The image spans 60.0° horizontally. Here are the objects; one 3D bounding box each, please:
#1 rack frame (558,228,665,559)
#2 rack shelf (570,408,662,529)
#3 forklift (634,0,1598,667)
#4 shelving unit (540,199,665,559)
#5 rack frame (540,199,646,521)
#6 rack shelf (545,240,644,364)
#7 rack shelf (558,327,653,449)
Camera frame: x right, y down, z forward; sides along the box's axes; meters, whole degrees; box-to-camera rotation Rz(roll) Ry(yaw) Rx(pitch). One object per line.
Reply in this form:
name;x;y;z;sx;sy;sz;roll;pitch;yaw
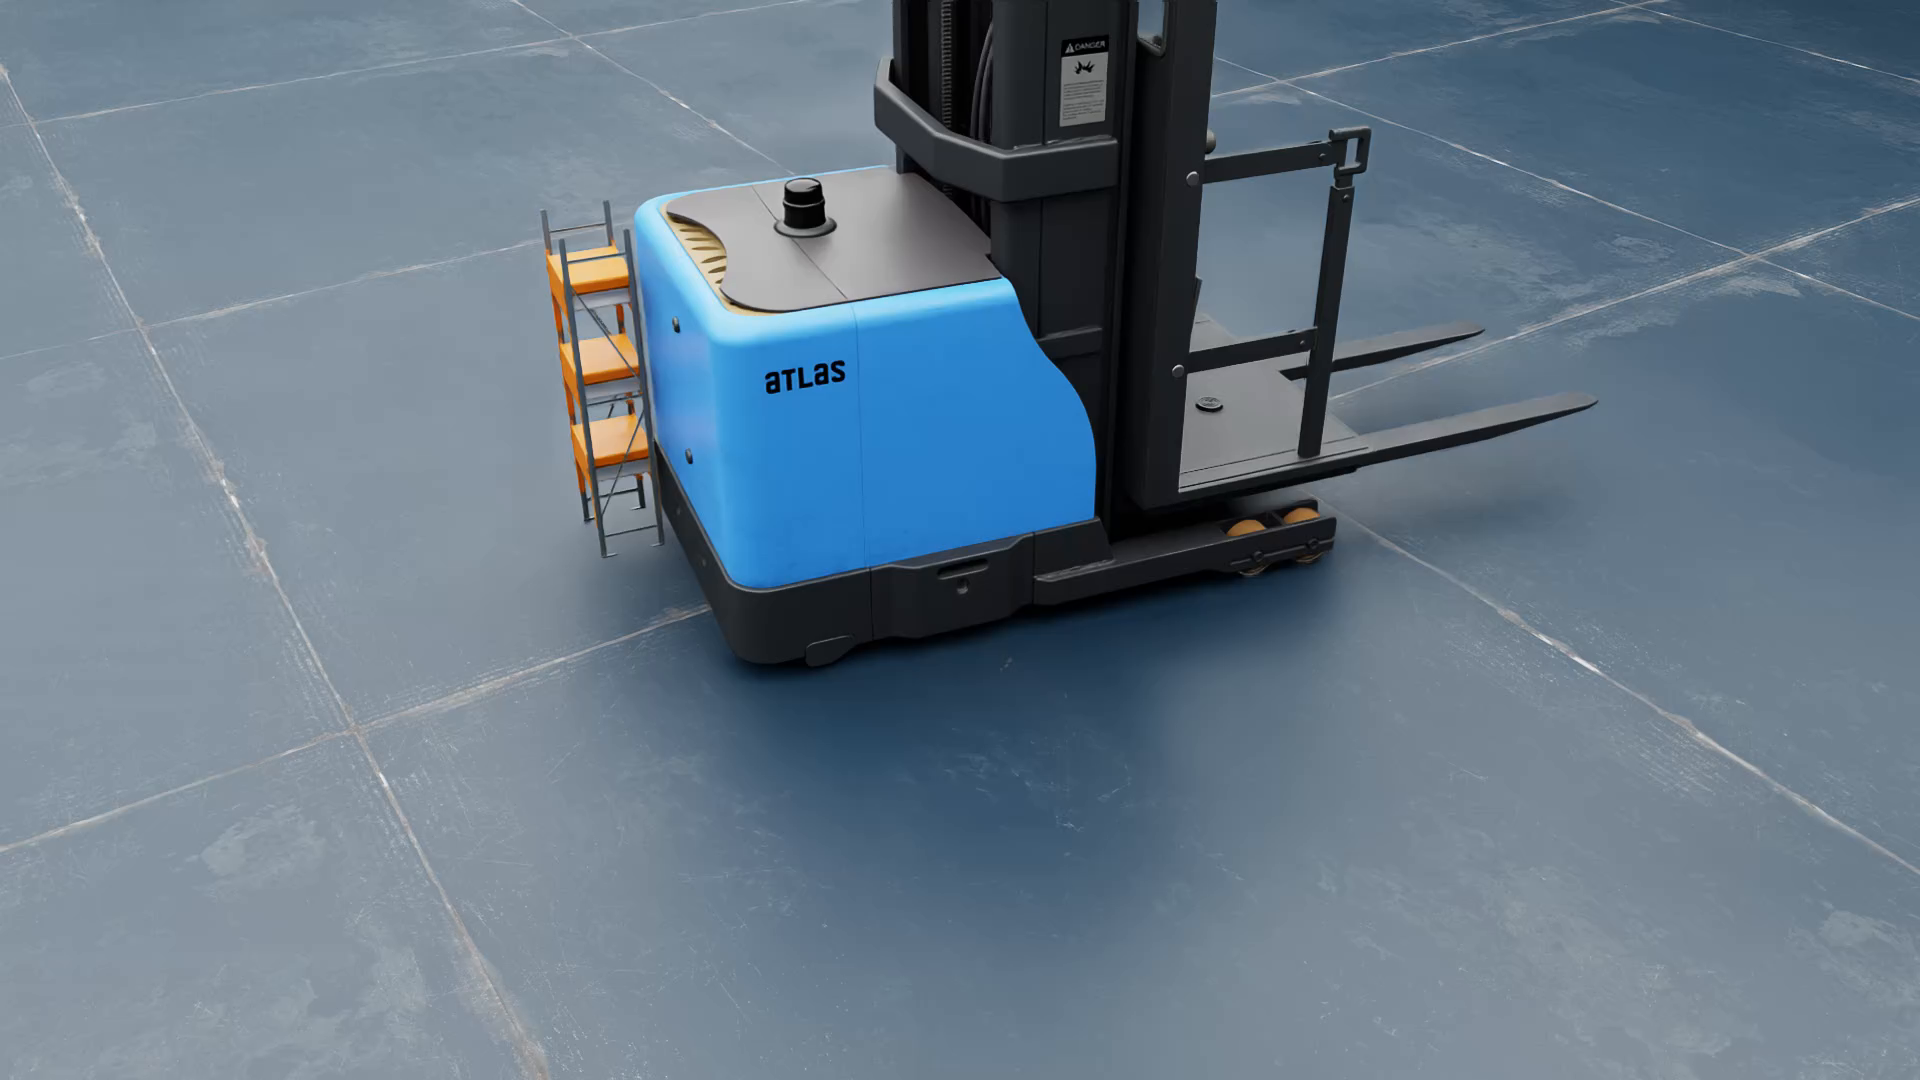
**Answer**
rack frame;-1.020;-0.409;4.914;0.200;1.050;0.008;-13;35;-20
rack shelf;-1.068;-0.225;5.162;0.215;0.259;0.240;-13;35;-20
forklift;0.613;-1.381;4.692;3.031;2.935;1.130;-12;34;-18
shelving unit;-1.068;-0.468;5.008;0.215;1.050;0.252;-13;35;-20
rack frame;-1.117;-0.528;5.103;0.200;1.050;0.008;-13;35;-20
rack shelf;-1.068;-0.699;4.863;0.215;0.259;0.240;-13;35;-20
rack shelf;-1.068;-0.460;5.014;0.215;0.259;0.240;-13;35;-20
